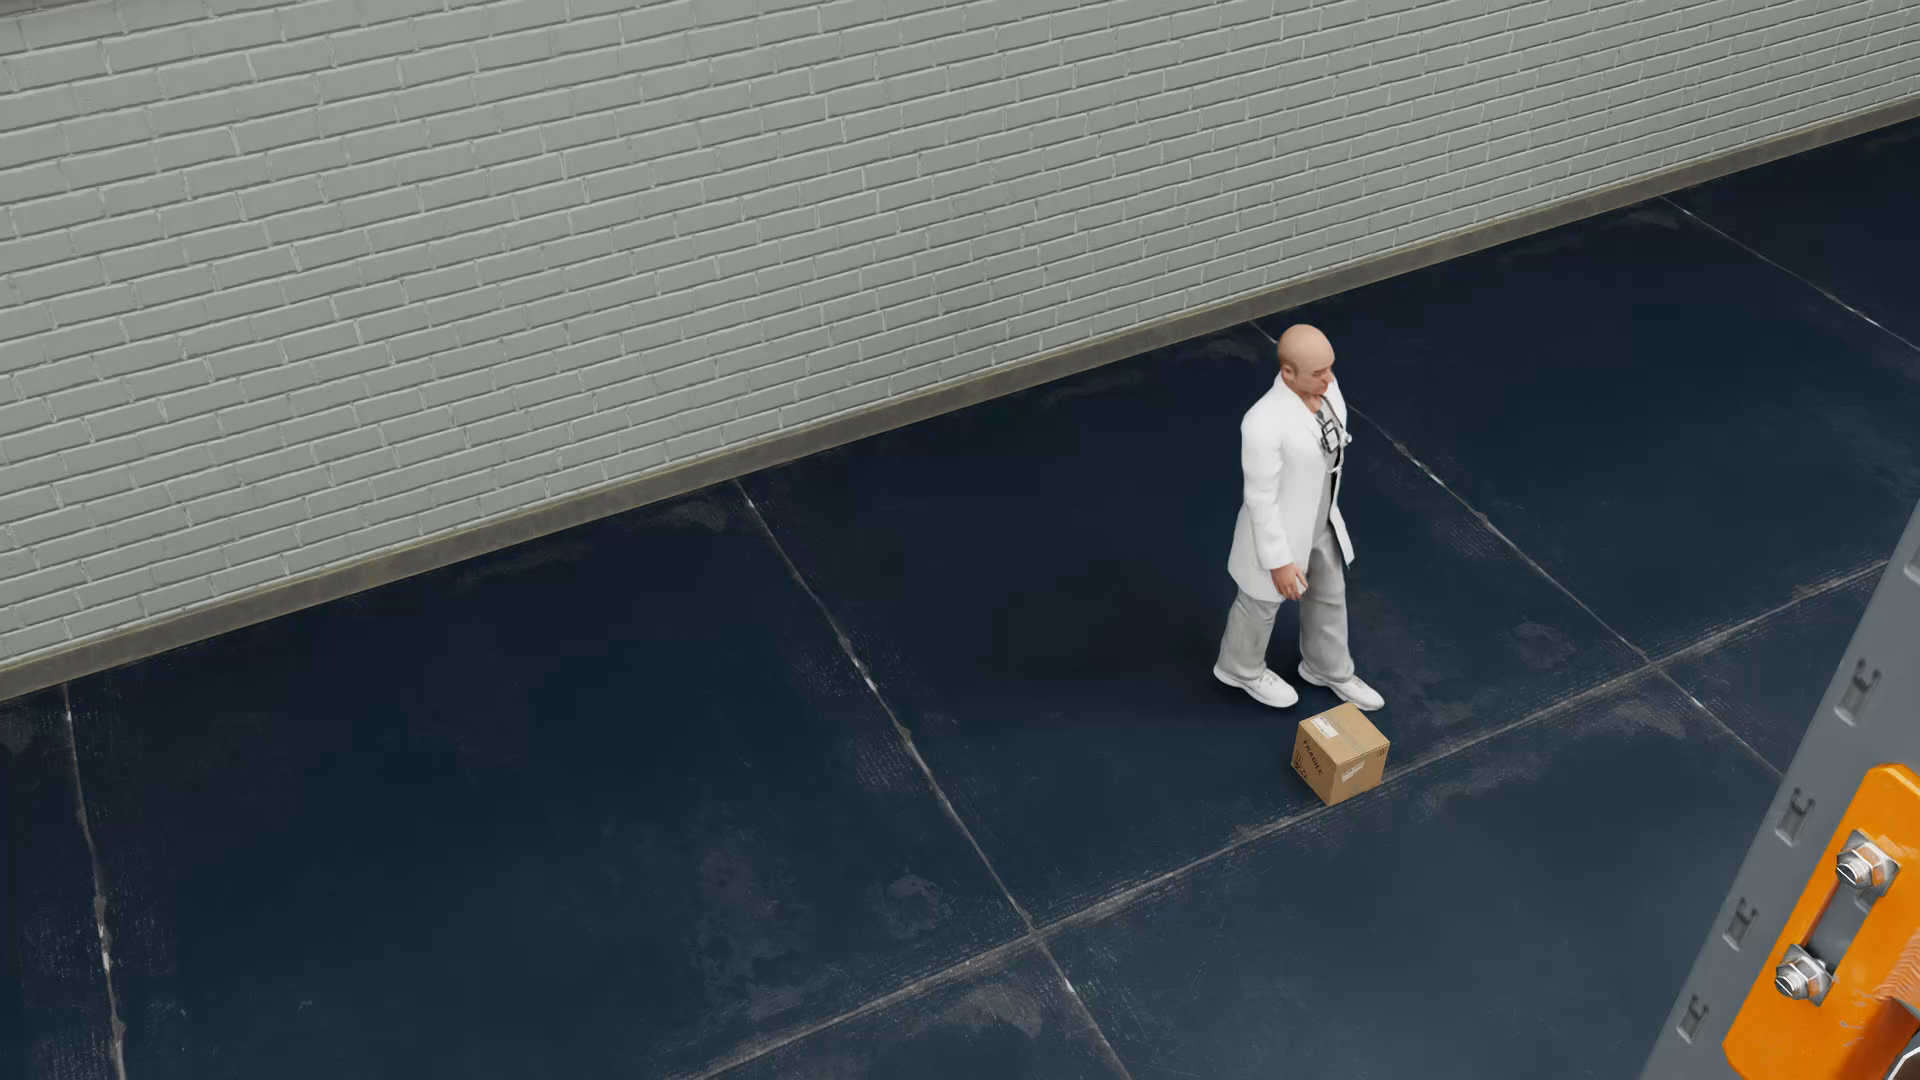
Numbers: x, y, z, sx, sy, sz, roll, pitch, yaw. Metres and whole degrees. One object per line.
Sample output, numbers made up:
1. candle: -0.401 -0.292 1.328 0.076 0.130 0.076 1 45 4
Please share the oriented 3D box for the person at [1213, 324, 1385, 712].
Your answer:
1. person: 1.340 0.001 6.298 0.636 1.794 0.589 31 49 31
